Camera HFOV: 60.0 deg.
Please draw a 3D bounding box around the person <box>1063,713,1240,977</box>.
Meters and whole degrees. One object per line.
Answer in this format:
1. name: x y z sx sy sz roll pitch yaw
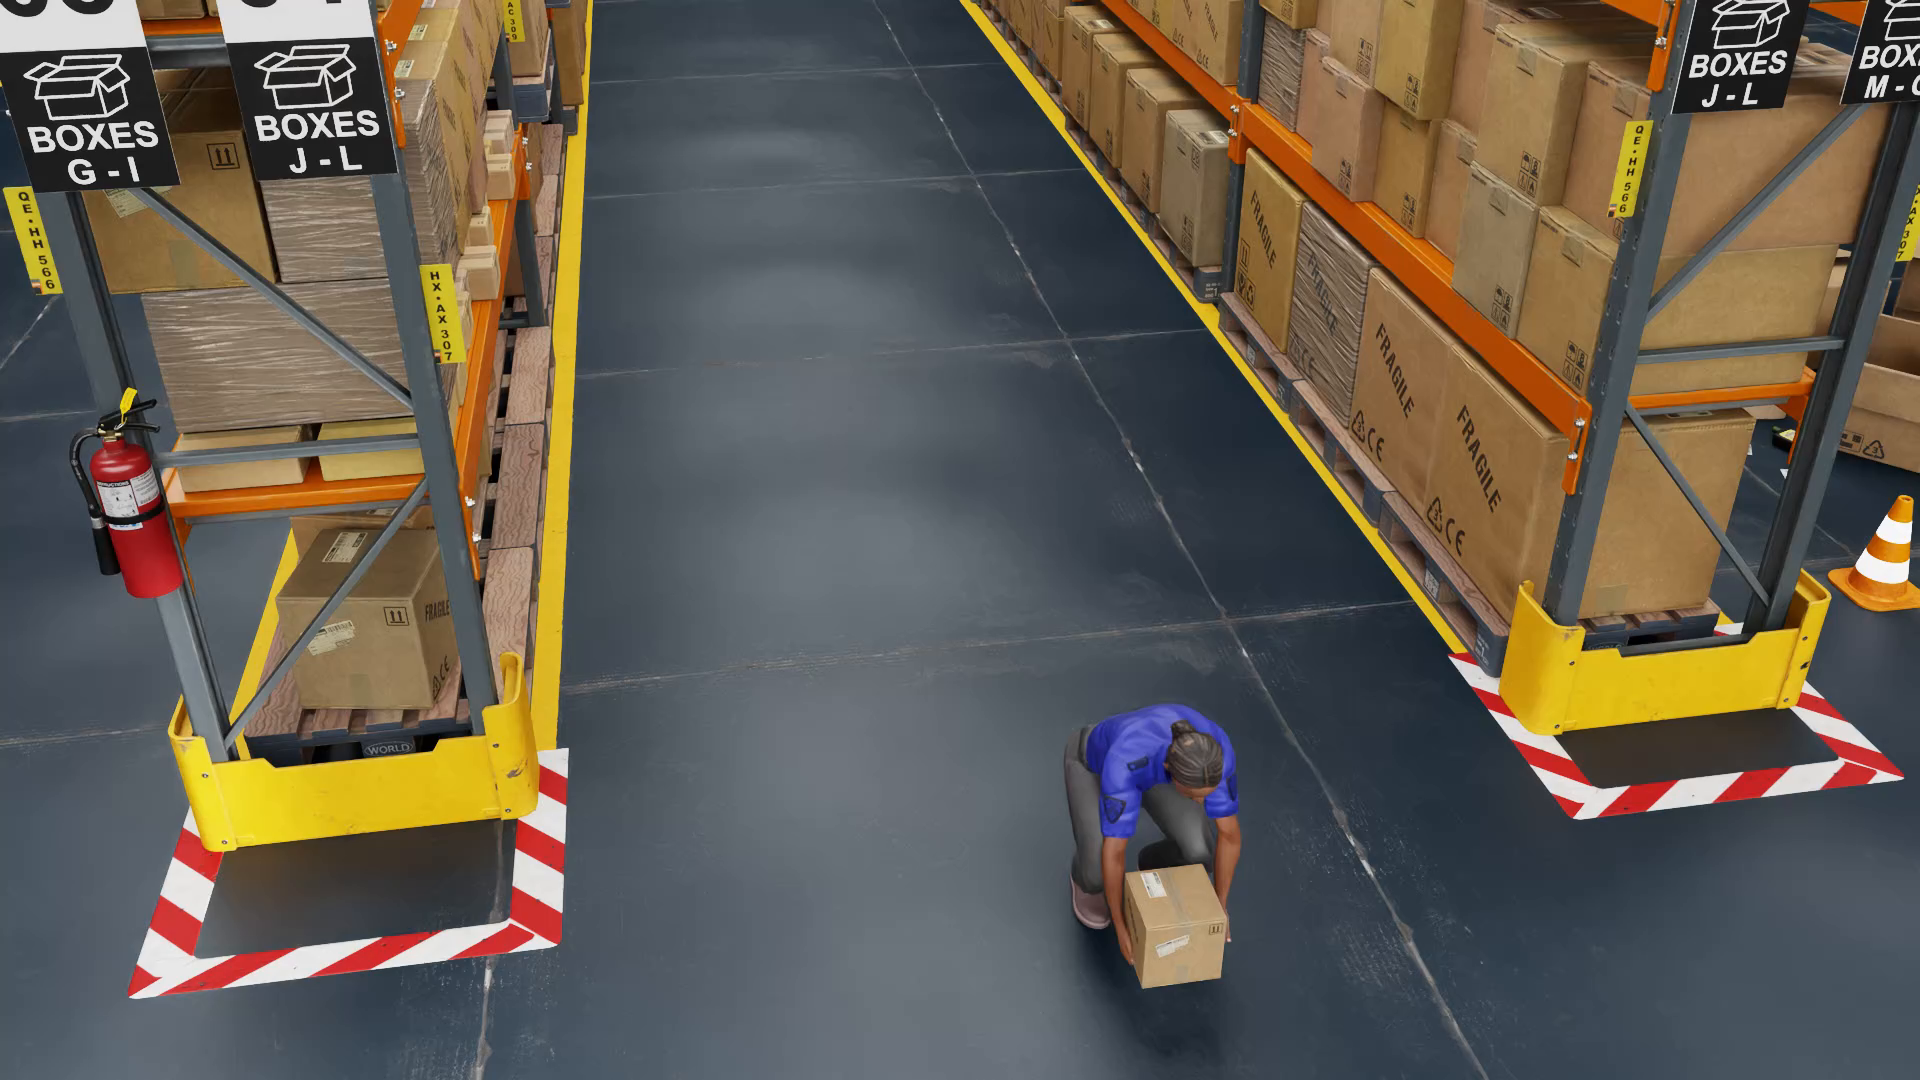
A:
1. person: 0.610 0.892 5.356 0.485 0.937 0.818 -5 31 -9
